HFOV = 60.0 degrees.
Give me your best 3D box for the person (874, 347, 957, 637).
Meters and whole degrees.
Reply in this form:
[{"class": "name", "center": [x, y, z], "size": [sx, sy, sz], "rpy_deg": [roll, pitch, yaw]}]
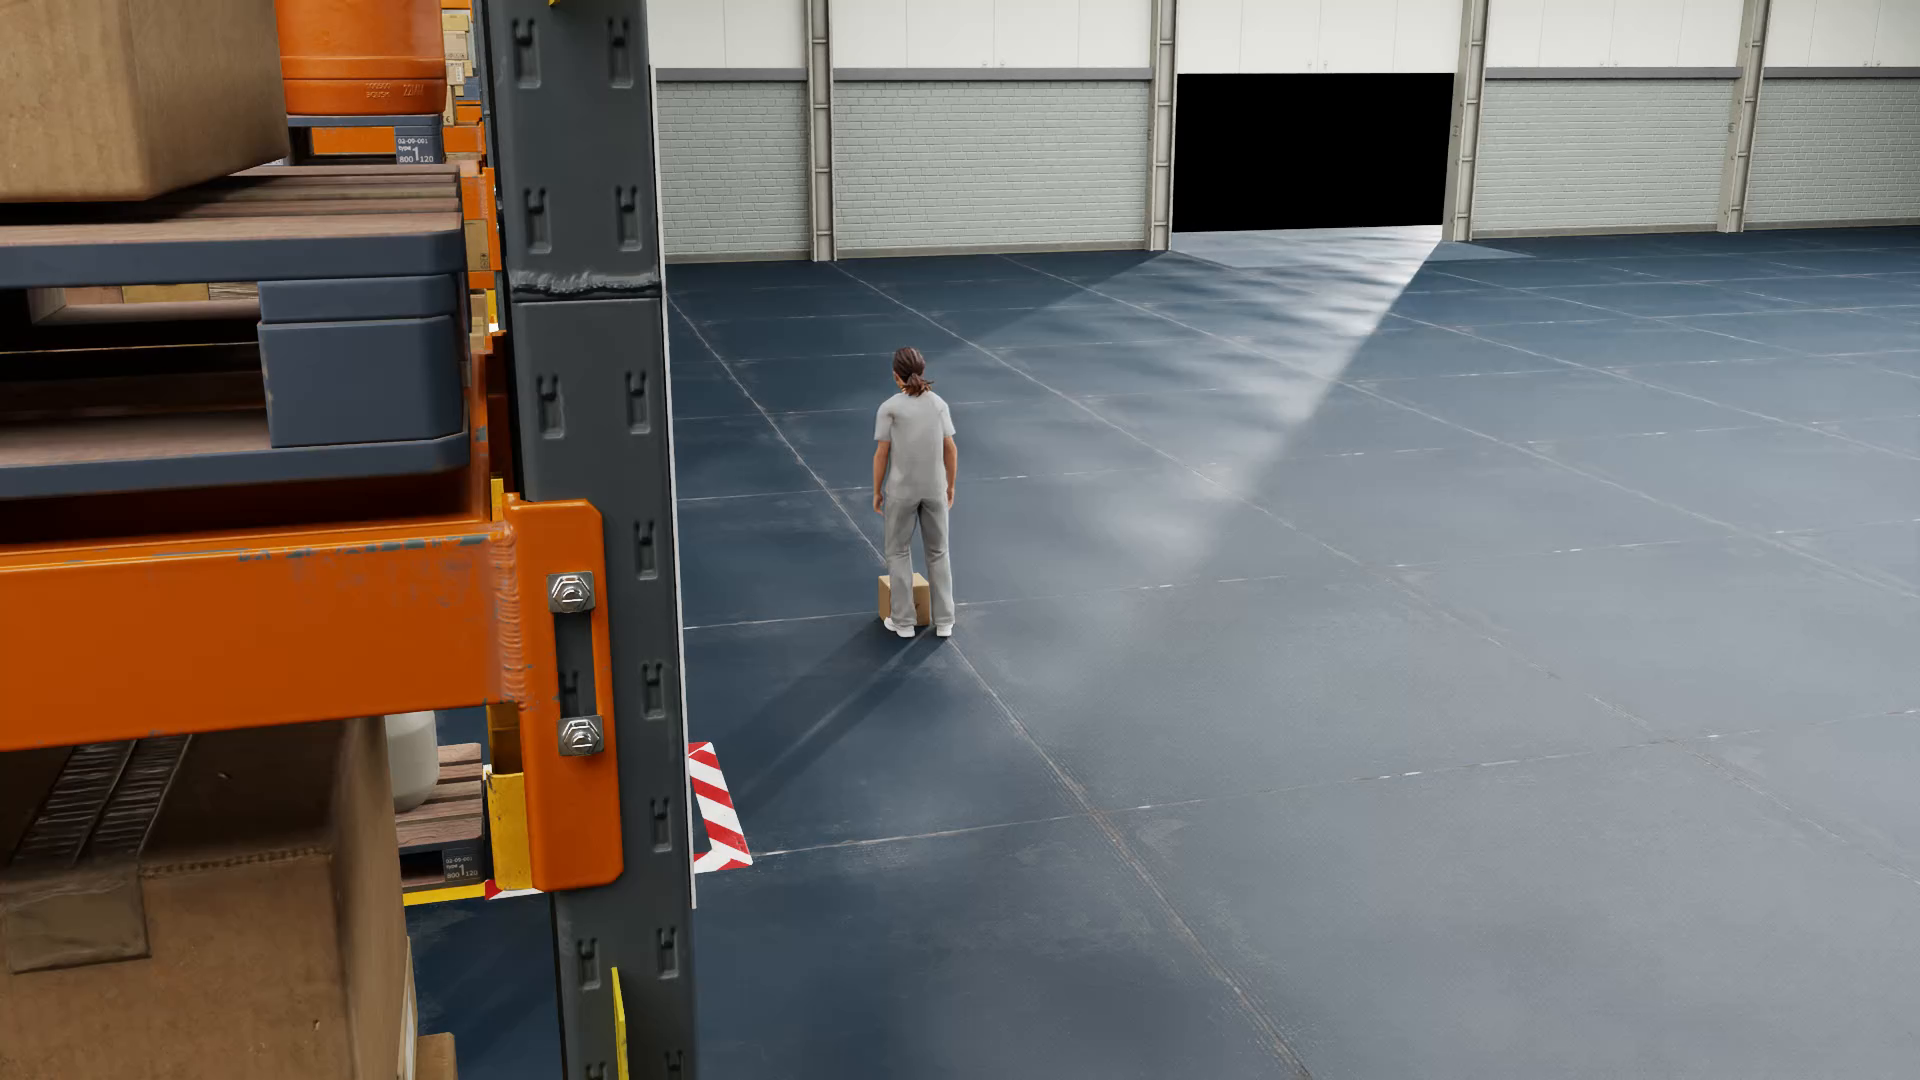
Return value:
[{"class": "person", "center": [-0.261, -0.266, 9.459], "size": [0.492, 1.673, 0.404], "rpy_deg": [-5, 17, -16]}]
